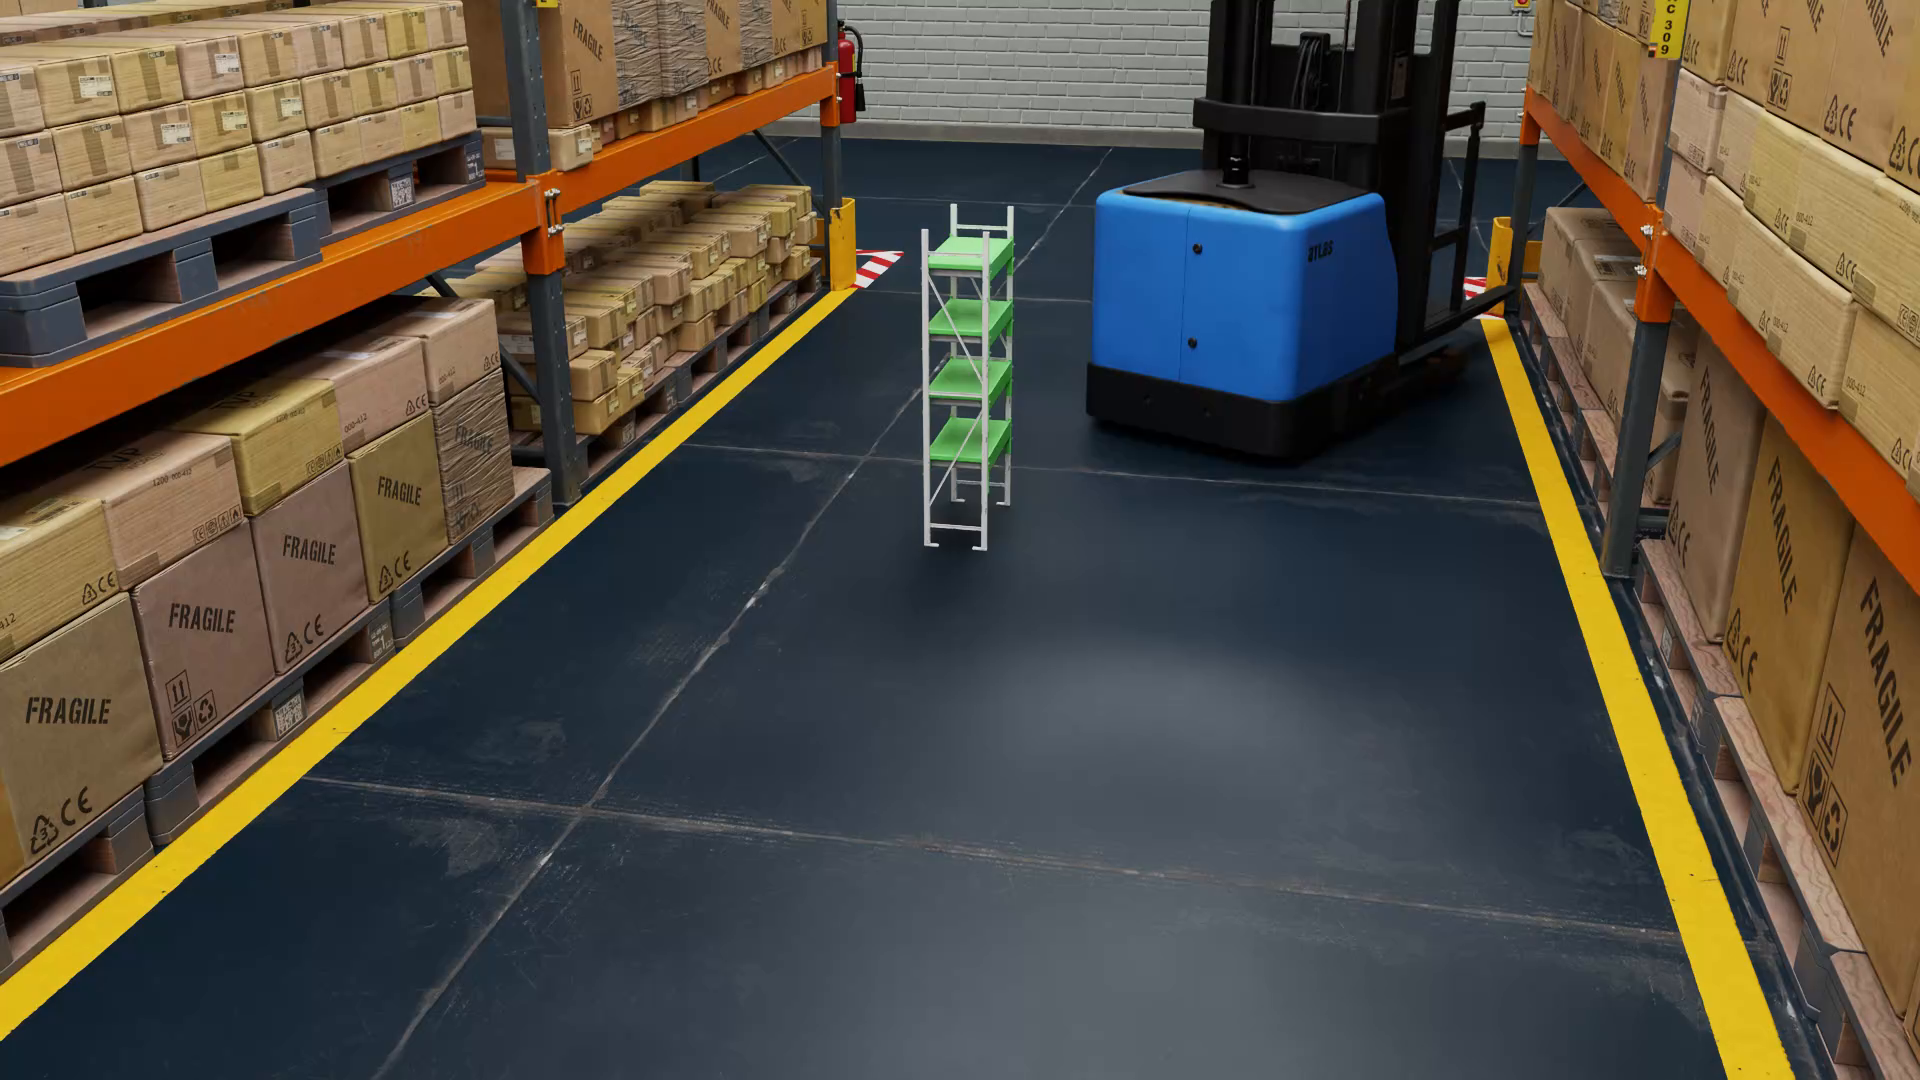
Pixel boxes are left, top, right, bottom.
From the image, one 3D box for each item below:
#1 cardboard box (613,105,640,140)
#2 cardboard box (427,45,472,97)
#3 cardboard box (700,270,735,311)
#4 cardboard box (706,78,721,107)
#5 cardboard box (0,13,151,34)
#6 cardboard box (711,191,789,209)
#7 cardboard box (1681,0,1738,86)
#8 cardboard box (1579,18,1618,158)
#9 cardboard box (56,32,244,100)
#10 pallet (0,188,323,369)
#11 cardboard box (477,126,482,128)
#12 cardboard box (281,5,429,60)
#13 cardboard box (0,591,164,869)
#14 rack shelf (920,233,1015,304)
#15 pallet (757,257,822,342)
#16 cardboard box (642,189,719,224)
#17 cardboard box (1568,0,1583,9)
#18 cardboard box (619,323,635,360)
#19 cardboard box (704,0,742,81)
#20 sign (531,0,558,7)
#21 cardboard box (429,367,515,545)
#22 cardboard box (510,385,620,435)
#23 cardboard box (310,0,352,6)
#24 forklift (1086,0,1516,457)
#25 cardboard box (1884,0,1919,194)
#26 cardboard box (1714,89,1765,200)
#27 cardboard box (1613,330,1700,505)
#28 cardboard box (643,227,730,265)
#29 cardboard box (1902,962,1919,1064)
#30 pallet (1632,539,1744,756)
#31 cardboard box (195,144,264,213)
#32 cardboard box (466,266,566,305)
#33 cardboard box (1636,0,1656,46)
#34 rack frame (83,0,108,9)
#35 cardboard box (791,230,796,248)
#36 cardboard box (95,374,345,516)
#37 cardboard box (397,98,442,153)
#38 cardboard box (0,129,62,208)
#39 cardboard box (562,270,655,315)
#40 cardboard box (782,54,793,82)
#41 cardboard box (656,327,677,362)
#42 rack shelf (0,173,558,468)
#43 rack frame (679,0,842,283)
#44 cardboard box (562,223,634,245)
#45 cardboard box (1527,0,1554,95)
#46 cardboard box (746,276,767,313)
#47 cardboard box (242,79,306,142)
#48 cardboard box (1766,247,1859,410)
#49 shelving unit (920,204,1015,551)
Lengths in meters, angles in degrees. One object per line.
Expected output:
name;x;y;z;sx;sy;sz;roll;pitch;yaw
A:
cardboard box;-1.619;-1.838;7.239;0.380;0.149;0.250;3;22;9
cardboard box;-1.929;-1.631;5.765;0.380;0.149;0.250;5;23;13
cardboard box;-1.350;-1.258;8.319;0.380;0.149;0.250;5;22;11
cardboard box;-1.402;-2.218;8.183;0.380;0.149;0.250;5;22;12
cardboard box;-2.731;-1.534;5.124;0.380;0.149;0.250;4;22;10
cardboard box;-1.192;-1.886;9.480;0.380;0.149;0.250;5;22;12
cardboard box;2.454;-1.606;4.855;0.500;0.500;0.500;5;22;12
cardboard box;2.858;-1.844;6.784;0.500;0.500;0.500;4;22;10
cardboard box;-2.199;-1.291;4.523;0.380;0.149;0.250;3;22;9
pallet;-2.493;-0.751;4.459;1.003;0.211;1.213;4;22;11
cardboard box;-2.153;-1.777;7.087;0.380;0.149;0.250;5;23;13
cardboard box;-1.986;-1.670;5.462;0.380;0.149;0.250;4;22;9
cardboard box;-2.364;0.429;4.058;0.500;0.500;0.500;5;22;12
rack shelf;0.034;-1.003;6.124;0.258;0.148;0.480;4;22;11
pallet;-1.441;-1.423;9.604;1.003;0.211;1.213;4;22;11
cardboard box;-1.603;-1.911;9.541;0.380;0.149;0.250;5;22;12
cardboard box;3.069;-2.676;7.511;0.500;0.500;0.500;4;22;11
cardboard box;-1.676;-0.885;7.392;0.380;0.149;0.250;4;22;11
cardboard box;-1.381;-2.483;7.972;0.500;0.500;0.500;6;23;14
sign;-1.497;-2.072;5.932;0.100;0.325;0.005;4;22;11
cardboard box;-1.946;-0.321;5.919;0.500;0.500;0.500;4;22;10
cardboard box;-1.652;-0.557;6.974;0.380;0.149;0.250;3;22;9
cardboard box;-2.219;-1.958;6.669;0.500;0.500;0.500;4;22;11
forklift;1.888;-2.193;7.875;1.130;2.935;3.031;17;27;35
cardboard box;2.063;-0.861;3.004;0.500;0.500;0.500;4;22;11
cardboard box;2.381;-1.065;4.515;0.500;0.250;0.500;5;22;12
cardboard box;3.059;-0.463;6.355;0.875;0.438;0.875;4;22;10
cardboard box;-1.398;-1.502;8.525;0.380;0.149;0.250;4;22;9
cardboard box;2.231;0.772;2.703;0.875;0.875;0.875;4;22;10
pallet;2.742;0.346;5.211;1.003;0.211;1.213;4;22;11
cardboard box;-2.191;-1.017;4.637;0.380;0.149;0.250;5;23;13
cardboard box;-2.037;-1.151;7.654;0.380;0.149;0.250;5;23;13
cardboard box;2.651;-1.939;5.681;0.500;0.500;0.500;4;22;10
rack frame;-6.060;-3.453;10.913;1.000;3.000;0.127;4;22;11
cardboard box;-1.159;-1.743;9.521;0.380;0.149;0.250;4;22;10
cardboard box;-2.158;-0.286;4.828;0.500;0.250;0.500;3;22;9
cardboard box;-1.981;-1.398;5.585;0.380;0.149;0.250;5;22;11
cardboard box;-2.355;-0.871;3.877;0.380;0.149;0.250;4;22;11
cardboard box;-1.619;-1.124;7.586;0.380;0.149;0.250;4;22;10
cardboard box;-1.139;-2.600;9.131;0.380;0.149;0.250;4;22;10
cardboard box;-1.575;-0.946;7.942;0.380;0.149;0.250;4;22;9
rack shelf;-2.449;-0.510;4.569;1.077;0.370;4.000;4;22;11
rack frame;-1.225;-3.038;9.883;1.000;3.000;0.127;4;22;11
cardboard box;-1.914;-1.538;8.615;0.380;0.149;0.250;5;22;12
cardboard box;3.263;-2.591;8.637;0.500;0.500;0.500;4;22;10
cardboard box;-1.248;-1.321;8.873;0.380;0.149;0.250;3;22;9
cardboard box;-2.141;-1.249;4.815;0.380;0.149;0.250;3;22;8
cardboard box;2.142;-0.467;3.699;0.500;0.250;0.500;4;22;10
shelving unit;0.034;-0.617;6.280;0.258;1.200;0.503;4;22;11
